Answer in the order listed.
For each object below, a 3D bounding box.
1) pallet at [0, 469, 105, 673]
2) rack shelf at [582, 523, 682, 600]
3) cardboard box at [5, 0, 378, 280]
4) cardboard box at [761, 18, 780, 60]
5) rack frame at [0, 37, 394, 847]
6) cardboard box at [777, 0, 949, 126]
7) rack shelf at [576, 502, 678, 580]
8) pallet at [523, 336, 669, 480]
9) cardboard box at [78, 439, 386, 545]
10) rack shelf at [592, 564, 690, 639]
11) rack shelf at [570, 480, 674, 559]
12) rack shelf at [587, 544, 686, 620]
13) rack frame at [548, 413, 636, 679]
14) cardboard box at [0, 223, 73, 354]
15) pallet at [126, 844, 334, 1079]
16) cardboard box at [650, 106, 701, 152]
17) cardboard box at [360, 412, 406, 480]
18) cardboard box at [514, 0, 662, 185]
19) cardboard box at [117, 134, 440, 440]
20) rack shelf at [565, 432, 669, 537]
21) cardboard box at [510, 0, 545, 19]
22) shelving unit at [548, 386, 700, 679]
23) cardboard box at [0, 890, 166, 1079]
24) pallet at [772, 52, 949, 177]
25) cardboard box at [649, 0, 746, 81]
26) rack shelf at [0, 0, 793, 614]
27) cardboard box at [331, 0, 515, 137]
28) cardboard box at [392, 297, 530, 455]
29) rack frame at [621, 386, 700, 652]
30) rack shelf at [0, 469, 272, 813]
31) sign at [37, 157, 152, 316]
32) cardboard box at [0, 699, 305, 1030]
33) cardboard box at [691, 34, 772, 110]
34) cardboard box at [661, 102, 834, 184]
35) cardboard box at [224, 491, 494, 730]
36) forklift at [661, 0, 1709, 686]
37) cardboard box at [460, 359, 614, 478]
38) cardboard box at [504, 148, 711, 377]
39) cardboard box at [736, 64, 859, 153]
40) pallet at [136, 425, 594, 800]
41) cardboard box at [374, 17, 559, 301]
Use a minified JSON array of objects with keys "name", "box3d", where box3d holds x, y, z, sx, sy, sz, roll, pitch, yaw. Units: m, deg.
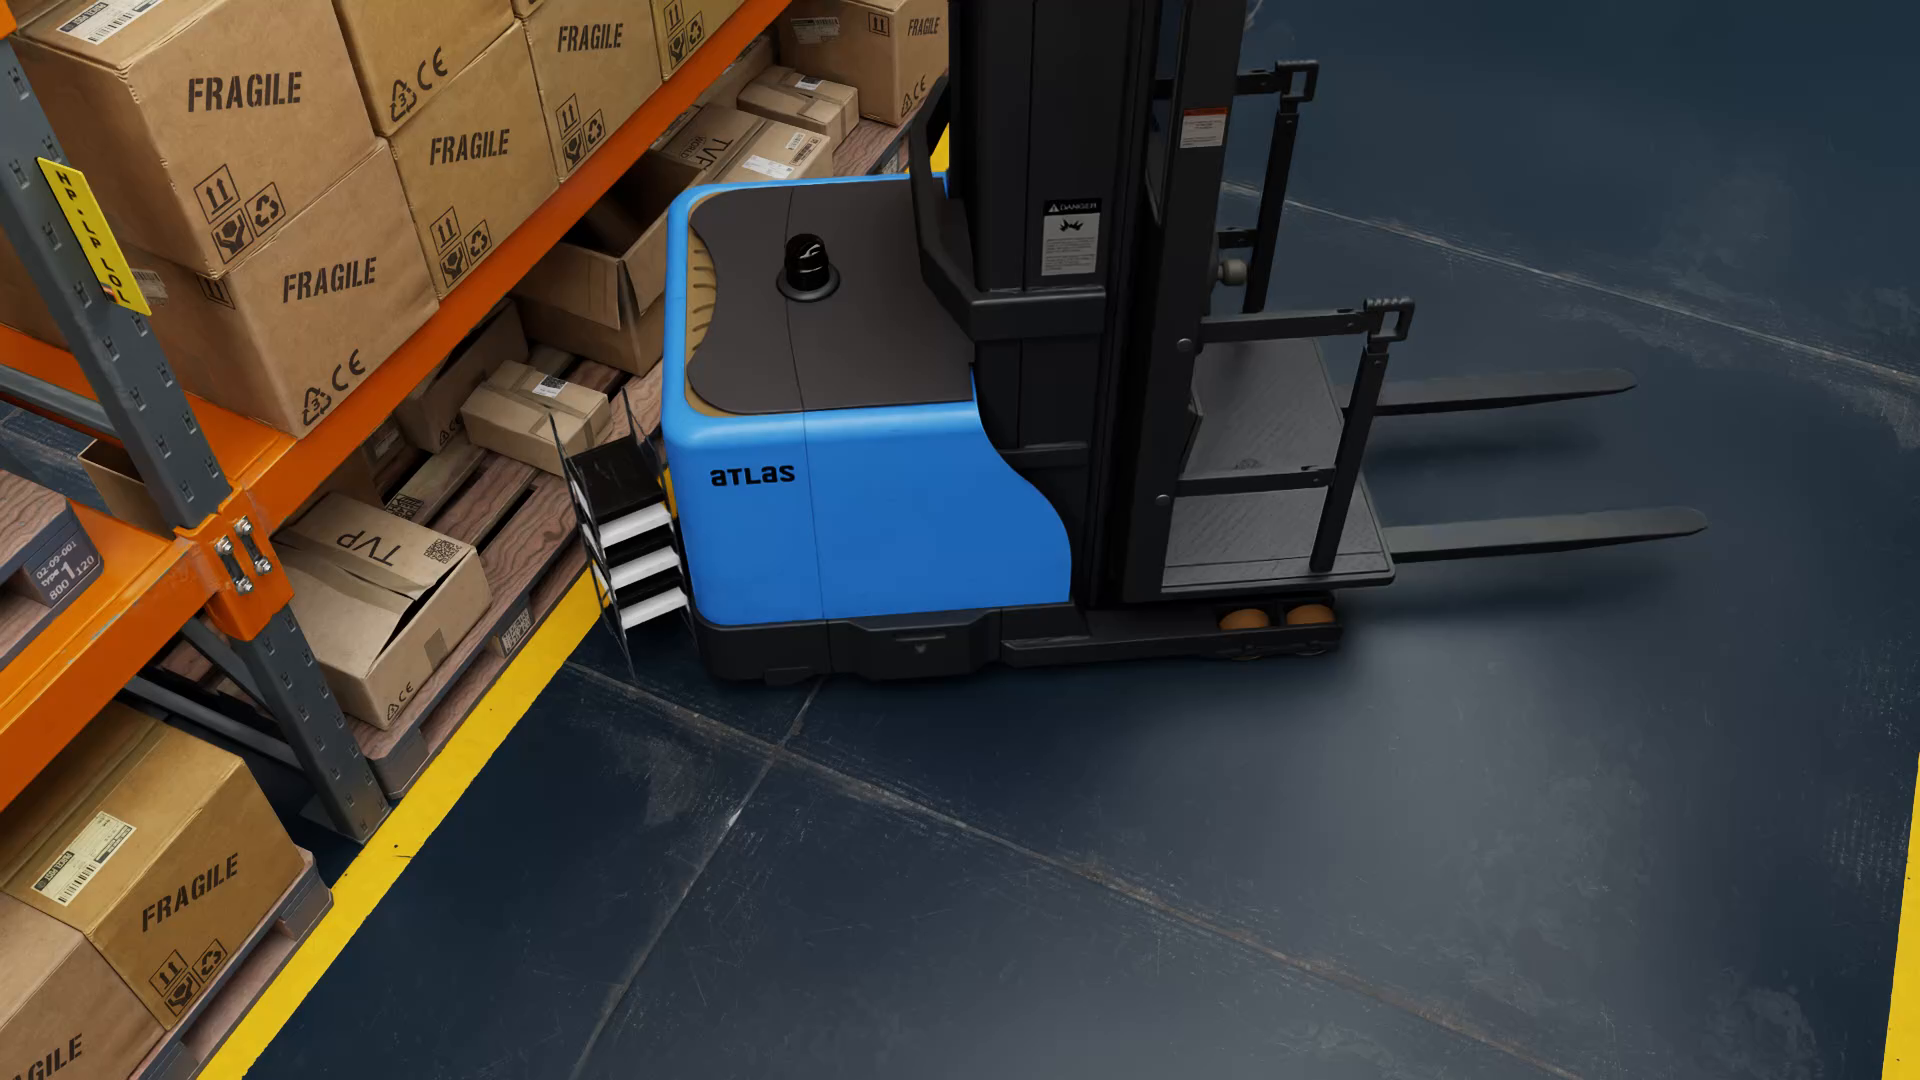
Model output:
[{"name":"pallet","box3d":[-2.490,0.236,3.206,1.003,0.211,1.213,20,52,16]},{"name":"rack shelf","box3d":[-0.927,0.023,4.683,0.200,0.077,0.258,-23,53,-18]},{"name":"cardboard box","box3d":[-1.594,-0.930,3.350,0.500,0.500,0.500,21,53,17]},{"name":"cardboard box","box3d":[-0.938,-1.971,6.529,0.380,0.166,0.250,20,52,16]},{"name":"rack frame","box3d":[-2.050,-0.341,3.571,1.000,3.000,0.127,20,52,16]},{"name":"cardboard box","box3d":[-0.351,-1.973,6.312,0.500,0.500,0.500,20,52,16]},{"name":"rack shelf","box3d":[-0.928,-0.035,4.614,0.200,0.077,0.258,-23,53,-18]},{"name":"pallet","box3d":[-1.236,-0.753,5.752,1.003,0.211,1.213,20,52,16]},{"name":"cardboard box","box3d":[-2.063,-0.158,4.767,0.500,0.500,0.500,20,52,16]},{"name":"rack shelf","box3d":[-0.927,0.140,4.820,0.200,0.077,0.258,-23,53,-18]},{"name":"rack shelf","box3d":[-0.928,-0.094,4.546,0.200,0.077,0.258,-23,53,-18]},{"name":"rack shelf","box3d":[-0.927,0.081,4.751,0.200,0.077,0.258,-23,53,-18]},{"name":"rack frame","box3d":[-1.017,0.039,4.626,0.006,0.900,0.240,-23,53,-18]},{"name":"cardboard box","box3d":[-2.068,-0.801,3.896,0.500,0.500,0.500,21,53,17]},{"name":"pallet","box3d":[-2.363,1.135,4.146,1.003,0.211,1.213,20,52,16]},{"name":"cardboard box","box3d":[-1.257,-1.376,5.968,0.500,0.250,0.500,20,52,16]},{"name":"cardboard box","box3d":[-1.957,-0.322,5.138,0.380,0.149,0.250,20,52,16]},{"name":"cardboard box","box3d":[-1.154,-1.333,4.349,0.500,0.500,0.500,20,52,16]},{"name":"cardboard box","box3d":[-1.586,-0.636,3.756,0.500,0.500,0.500,21,53,17]},{"name":"rack shelf","box3d":[-0.928,-0.152,4.477,0.200,0.077,0.258,-23,53,-18]},{"name":"cardboard box","box3d":[-1.154,-1.640,3.953,0.500,0.500,0.500,18,52,15]},{"name":"shelving unit","box3d":[-0.928,0.001,4.657,0.210,0.900,0.258,-23,53,-18]},{"name":"cardboard box","box3d":[-2.221,1.097,3.699,0.500,0.500,0.500,20,52,16]},{"name":"pallet","box3d":[-0.713,-1.590,6.465,1.003,0.211,1.213,20,52,16]},{"name":"cardboard box","box3d":[-0.938,-1.684,4.647,0.500,0.500,0.500,19,52,16]},{"name":"rack shelf","box3d":[-1.196,-1.485,5.016,1.077,0.370,4.000,20,52,16]},{"name":"cardboard box","box3d":[-1.374,-1.286,3.652,0.500,0.500,0.500,18,52,15]},{"name":"cardboard box","box3d":[-1.743,-0.613,5.279,0.500,0.311,0.500,20,52,16]},{"name":"rack frame","box3d":[-0.839,-0.036,4.689,0.006,0.900,0.240,-23,53,-18]},{"name":"rack shelf","box3d":[-2.904,1.269,2.673,1.077,0.370,4.000,20,52,16]},{"name":"sign","box3d":[-1.547,-0.538,2.978,0.100,0.325,0.005,20,52,16]},{"name":"cardboard box","box3d":[-2.002,0.760,3.987,0.500,0.500,0.500,20,52,16]},{"name":"cardboard box","box3d":[-1.044,-1.720,6.261,0.500,0.250,0.500,20,52,16]},{"name":"cardboard box","box3d":[-0.784,-1.248,5.859,0.500,0.250,0.500,20,52,16]},{"name":"cardboard box","box3d":[-1.675,0.169,4.613,0.500,0.311,0.500,20,52,16]},{"name":"forklift","box3d":[0.712,-0.993,4.171,3.031,2.935,1.130,-4,50,-3]},{"name":"cardboard box","box3d":[-1.315,-0.383,5.178,0.380,0.166,0.250,20,52,16]},{"name":"cardboard box","box3d":[-1.252,-0.970,5.456,0.797,0.503,0.637,20,52,16]},{"name":"cardboard box","box3d":[-0.605,-1.616,6.227,0.380,0.166,0.250,20,52,16]},{"name":"pallet","box3d":[-1.756,0.090,5.035,1.003,0.211,1.213,20,52,16]},{"name":"cardboard box","box3d":[-1.370,-0.989,4.057,0.500,0.500,0.500,21,53,17]}]
